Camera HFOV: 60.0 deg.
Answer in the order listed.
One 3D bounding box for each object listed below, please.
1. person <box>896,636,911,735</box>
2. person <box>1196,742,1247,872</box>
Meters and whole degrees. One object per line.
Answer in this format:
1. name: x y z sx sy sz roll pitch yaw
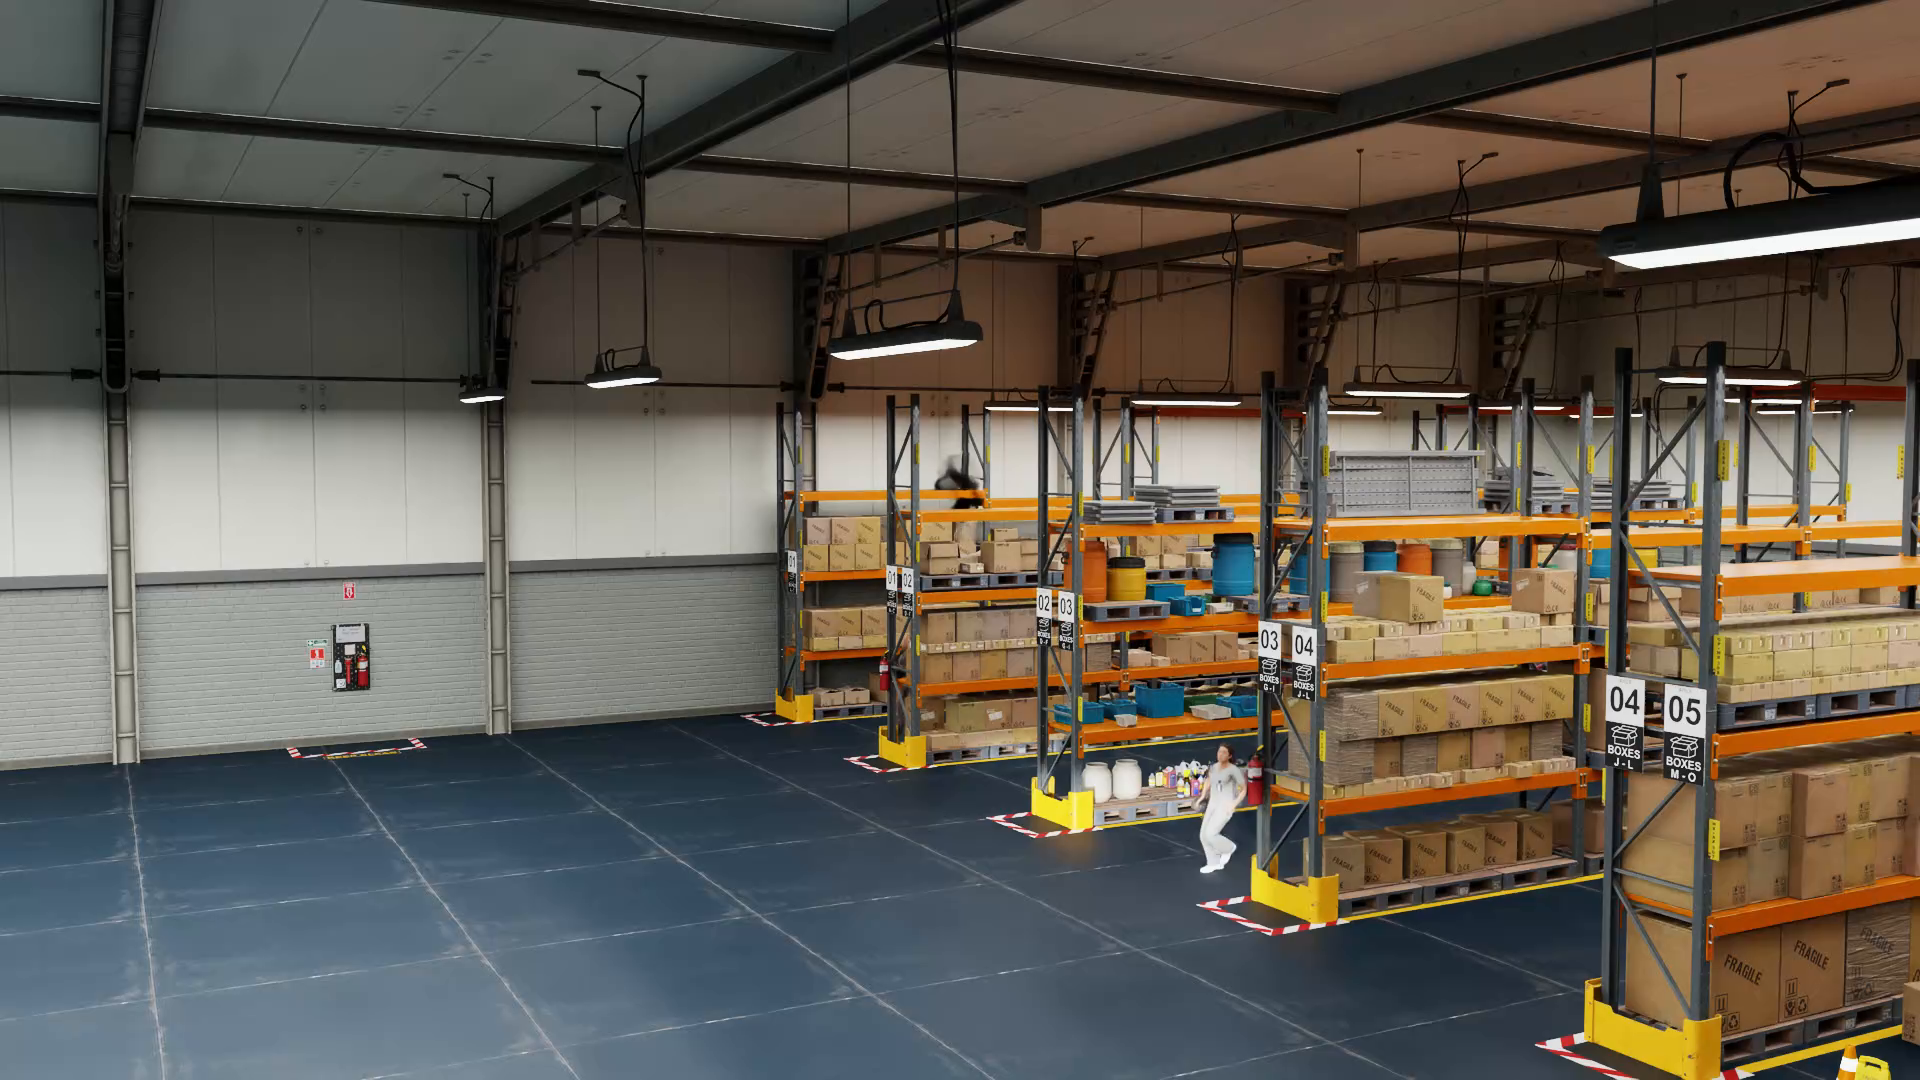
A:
1. person: -0.897 2.529 29.023 0.657 1.705 0.948 3 4 43
2. person: 3.145 3.243 20.029 0.533 1.614 0.616 -2 4 -33
